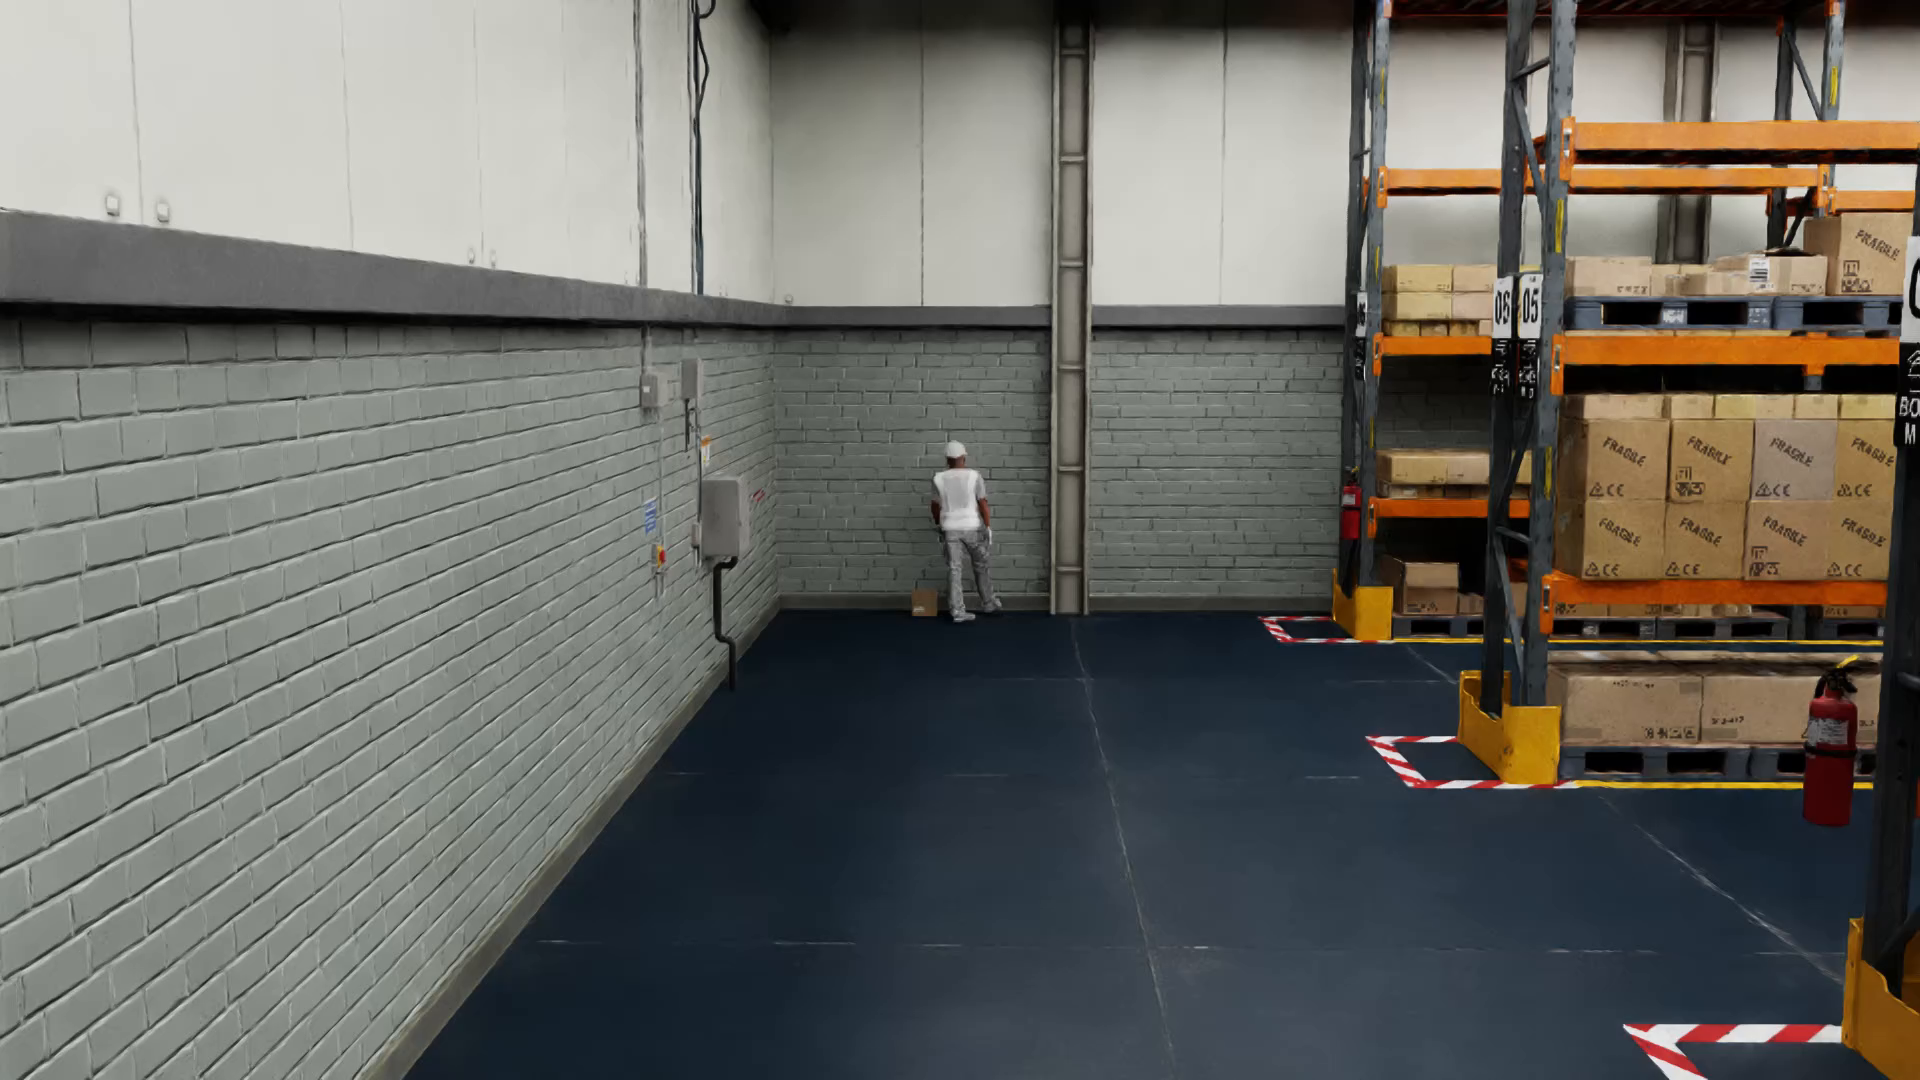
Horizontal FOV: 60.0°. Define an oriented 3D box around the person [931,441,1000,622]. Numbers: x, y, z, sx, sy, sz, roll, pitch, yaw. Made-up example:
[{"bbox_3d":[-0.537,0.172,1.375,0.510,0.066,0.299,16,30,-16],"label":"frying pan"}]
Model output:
[{"bbox_3d":[0.049,-0.112,16.559,0.646,1.759,0.807,1,7,6],"label":"person"}]
